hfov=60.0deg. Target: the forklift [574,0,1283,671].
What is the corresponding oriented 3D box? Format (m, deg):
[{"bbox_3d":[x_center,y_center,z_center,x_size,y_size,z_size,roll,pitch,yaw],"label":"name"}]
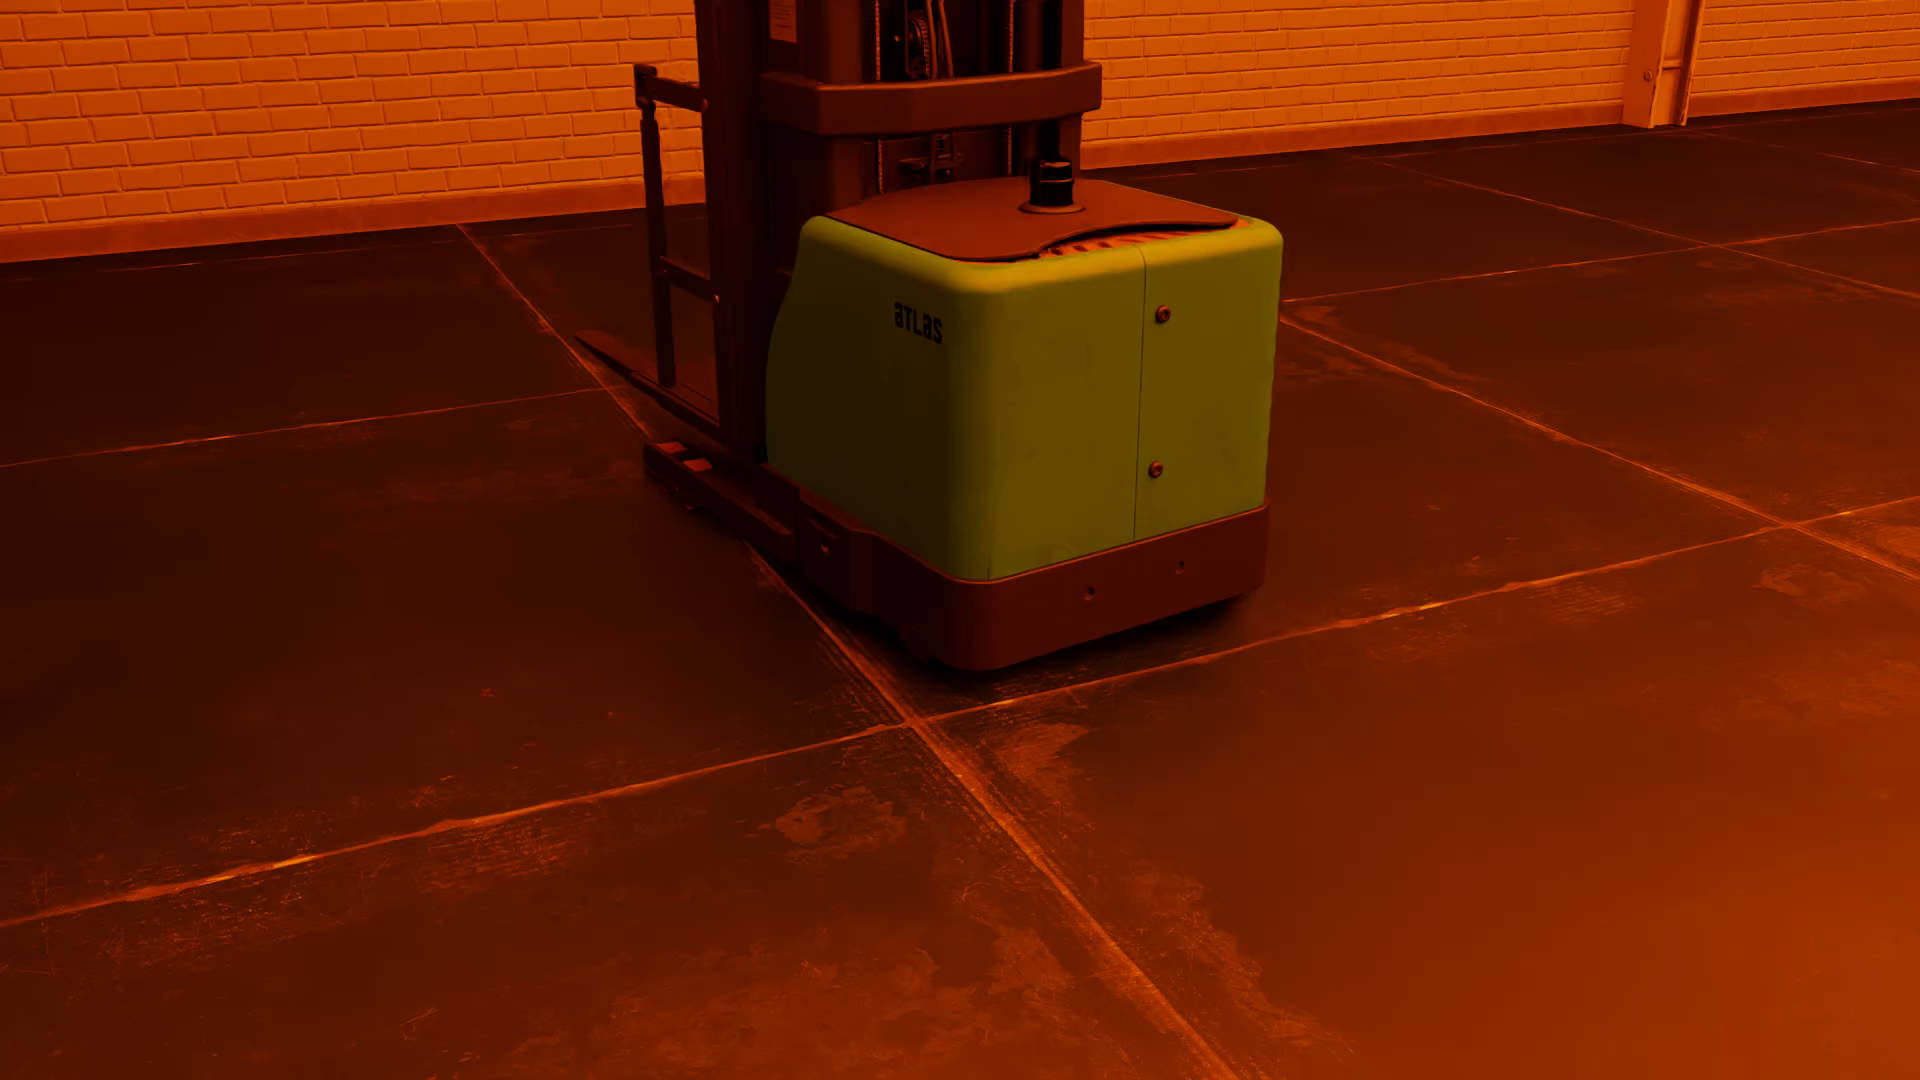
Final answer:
[{"bbox_3d":[-0.385,-1.540,4.993,1.130,2.935,3.031,-14,27,-31],"label":"forklift"}]
